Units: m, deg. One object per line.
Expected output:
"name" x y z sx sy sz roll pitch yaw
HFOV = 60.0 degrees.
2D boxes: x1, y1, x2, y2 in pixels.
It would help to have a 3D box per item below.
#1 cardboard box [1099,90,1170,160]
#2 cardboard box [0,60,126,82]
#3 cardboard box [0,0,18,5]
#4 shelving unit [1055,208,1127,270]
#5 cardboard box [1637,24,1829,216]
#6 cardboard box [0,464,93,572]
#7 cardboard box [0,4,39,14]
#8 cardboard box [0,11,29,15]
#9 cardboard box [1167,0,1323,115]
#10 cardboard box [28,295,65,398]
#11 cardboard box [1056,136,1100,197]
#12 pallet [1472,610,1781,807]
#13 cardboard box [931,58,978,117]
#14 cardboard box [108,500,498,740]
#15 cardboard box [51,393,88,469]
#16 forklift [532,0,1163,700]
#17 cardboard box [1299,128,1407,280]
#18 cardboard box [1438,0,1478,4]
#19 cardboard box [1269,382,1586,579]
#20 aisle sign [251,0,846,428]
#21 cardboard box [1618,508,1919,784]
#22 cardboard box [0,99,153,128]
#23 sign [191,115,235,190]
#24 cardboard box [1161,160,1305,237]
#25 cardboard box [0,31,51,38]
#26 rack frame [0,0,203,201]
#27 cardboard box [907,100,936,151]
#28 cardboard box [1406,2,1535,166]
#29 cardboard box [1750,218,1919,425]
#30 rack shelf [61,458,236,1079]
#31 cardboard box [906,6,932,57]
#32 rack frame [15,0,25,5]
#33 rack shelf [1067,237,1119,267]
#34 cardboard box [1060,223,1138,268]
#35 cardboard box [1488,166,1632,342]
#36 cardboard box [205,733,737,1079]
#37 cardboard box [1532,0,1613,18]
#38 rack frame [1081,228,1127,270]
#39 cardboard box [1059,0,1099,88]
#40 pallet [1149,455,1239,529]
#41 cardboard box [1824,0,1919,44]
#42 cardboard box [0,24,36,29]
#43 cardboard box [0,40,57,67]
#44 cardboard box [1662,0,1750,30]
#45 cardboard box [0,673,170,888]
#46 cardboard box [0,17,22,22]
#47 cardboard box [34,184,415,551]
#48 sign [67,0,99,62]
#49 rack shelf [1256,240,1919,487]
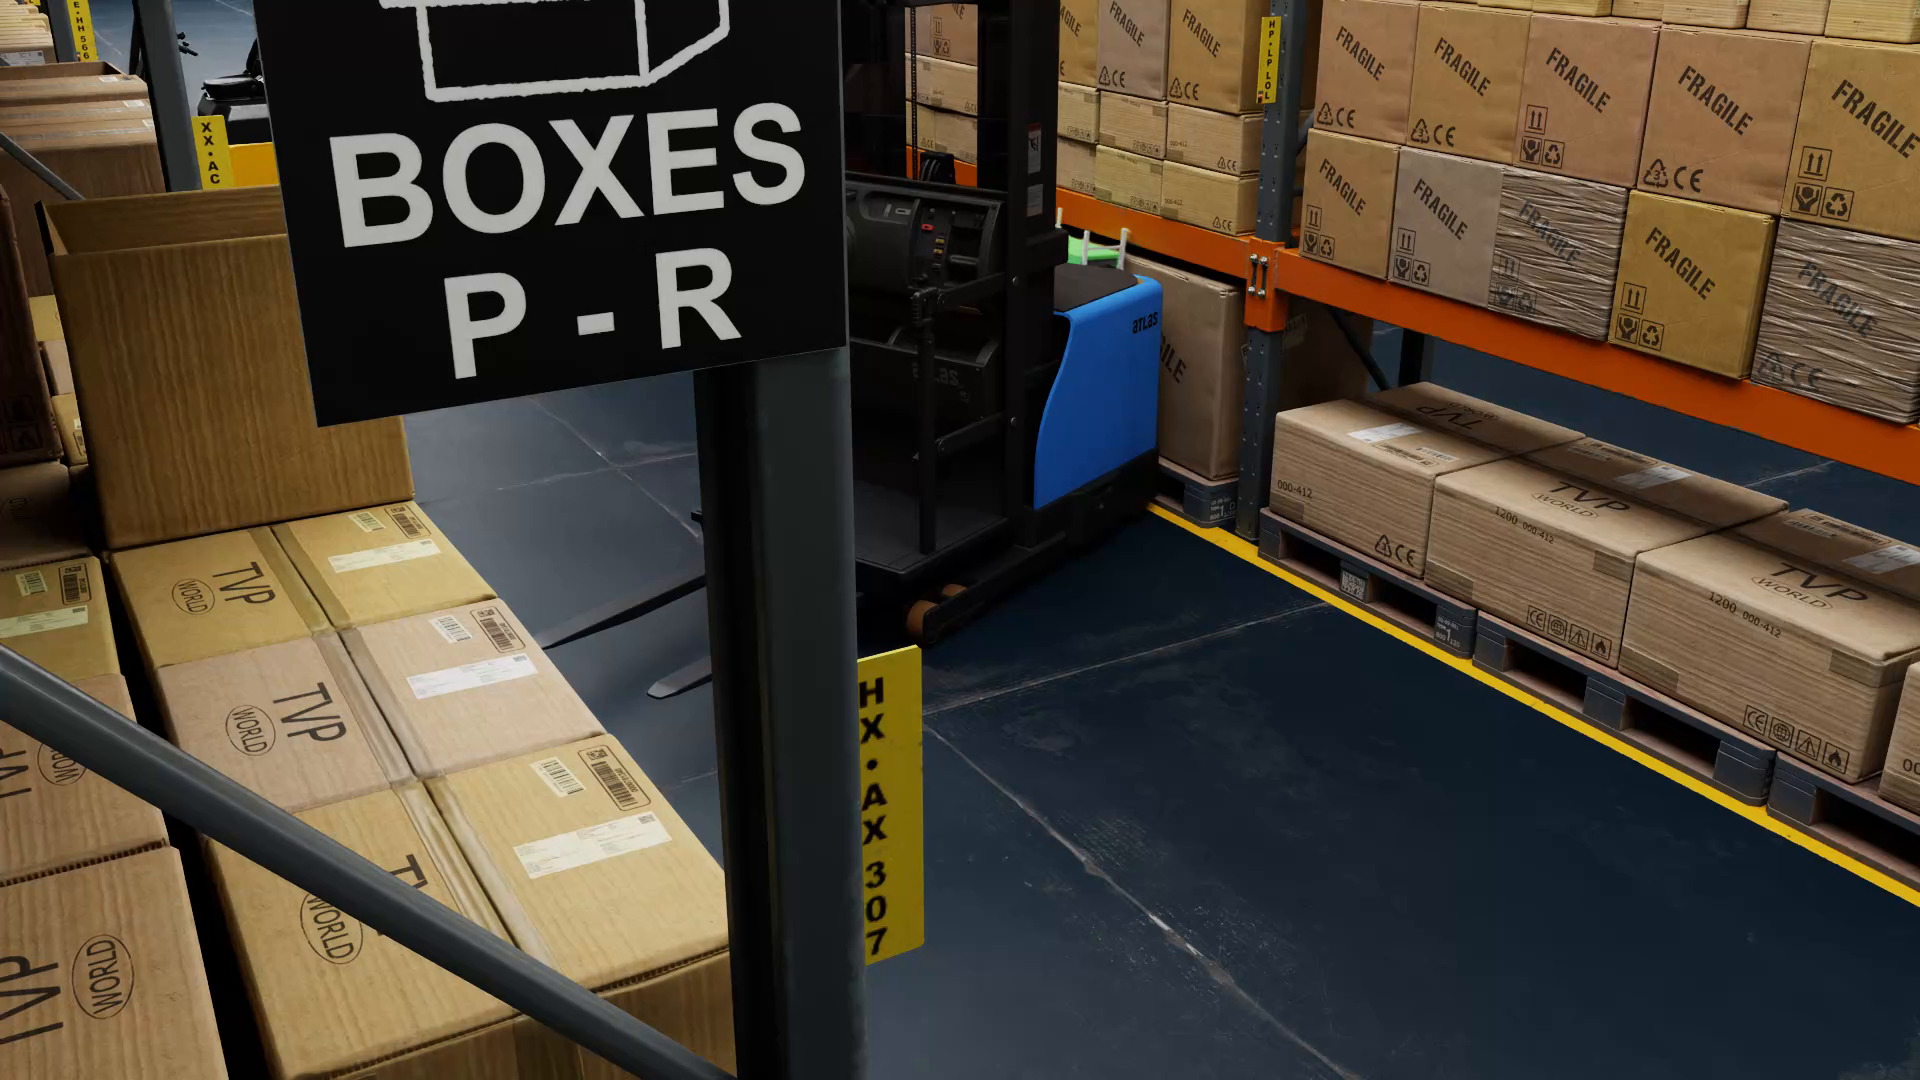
"cardboard box" 0.980 -1.908 7.557 0.500 0.250 0.500 -12 25 -27
"cardboard box" -3.639 -1.578 6.515 0.797 0.503 0.637 -13 26 -29
"cardboard box" -6.163 -3.322 10.507 0.380 0.149 0.250 -13 26 -29
"shelving unit" 0.482 -0.933 7.946 0.258 1.200 0.503 -10 26 -33
"cardboard box" 2.471 -1.302 5.070 0.500 0.500 0.500 -13 25 -29
"cardboard box" -1.787 0.097 2.892 0.500 0.250 0.500 -13 25 -28
"cardboard box" -5.835 -3.173 10.141 0.380 0.149 0.250 -13 26 -30
"cardboard box" -5.632 -2.994 9.700 0.380 0.149 0.250 -12 25 -28
"cardboard box" 1.232 -2.095 7.023 0.500 0.500 0.500 -12 25 -27
"cardboard box" -2.119 -0.484 4.323 0.500 0.250 0.500 -12 25 -27
"cardboard box" 0.730 -1.849 8.076 0.500 0.250 0.500 -13 26 -30
"pallet" 2.625 0.459 5.902 1.003 0.211 1.213 -13 25 -28
"cardboard box" 0.187 -2.404 8.777 0.500 0.250 0.500 -13 25 -28
"cardboard box" -1.065 0.168 2.720 0.500 0.250 0.500 -13 26 -29
"cardboard box" -1.607 -0.161 3.527 0.500 0.250 0.500 -13 25 -29
"forklift" -0.367 -1.168 6.291 1.130 2.935 3.031 15 27 33
"cardboard box" 1.691 -1.334 6.476 0.500 0.500 0.500 -12 25 -27
"cardboard box" 1.926 -1.993 5.909 0.380 0.149 0.250 -13 25 -29
"cardboard box" 1.905 -0.273 6.845 0.875 0.438 0.875 -13 25 -29
"aisle sign" -0.258 -0.478 1.050 0.394 0.787 0.004 -13 25 -28
"cardboard box" 2.822 0.309 5.414 0.875 0.438 0.875 -12 25 -27
"cardboard box" -2.908 -1.142 5.446 0.700 0.500 0.500 -12 25 -28
"sign" -2.126 -1.042 4.741 0.100 0.325 0.005 -13 25 -28
"cardboard box" 1.231 -1.517 7.259 0.500 0.250 0.500 -13 26 -29
"cardboard box" -4.833 -2.500 8.483 0.380 0.149 0.250 -12 25 -27
"rack frame" -2.589 -0.534 4.641 1.000 3.000 0.127 -13 25 -28
"cardboard box" -0.056 -2.345 9.297 0.500 0.250 0.500 -13 26 -30
"cardboard box" 1.964 -1.634 5.887 0.500 0.500 0.500 -13 25 -29
"cardboard box" 2.731 -0.676 4.859 0.500 0.500 0.500 -12 25 -27
"rack shelf" -1.567 0.447 3.183 1.077 0.370 4.000 -13 25 -28
"cardboard box" -0.064 -2.929 9.072 0.500 0.500 0.500 -12 25 -28
"rack frame" -6.676 -3.123 11.012 1.000 3.000 0.127 -13 25 -28
"rack shelf" 0.512 -1.320 7.795 0.258 0.148 0.480 -10 26 -33
"cardboard box" 0.823 -1.176 8.485 0.875 0.875 0.875 -12 25 -27
"cardboard box" 2.193 -1.008 5.674 0.500 0.500 0.500 -12 25 -28
"cardboard box" -0.546 0.494 1.916 0.500 0.250 0.500 -12 25 -28
"cardboard box" 2.111 -1.809 5.457 0.380 0.149 0.250 -13 26 -30
"rack frame" 0.620 -0.851 7.762 0.240 1.200 0.015 -10 26 -33
"cardboard box" 0.720 -2.429 7.844 0.500 0.500 0.500 -12 25 -27
"pallet" 1.217 -0.433 8.097 1.003 0.211 1.213 -13 25 -28
"cardboard box" 2.665 -1.485 4.659 0.380 0.149 0.250 -12 25 -27
"cardboard box" -5.131 -2.657 8.871 0.380 0.149 0.250 -12 25 -28
"cardboard box" -4.542 -2.335 8.079 0.380 0.149 0.250 -12 25 -27
"cardboard box" 2.376 -1.651 5.067 0.380 0.149 0.250 -13 25 -28
"cardboard box" -1.271 0.428 2.079 0.500 0.250 0.500 -13 25 -28
"cardboard box" -5.426 -2.817 9.263 0.380 0.149 0.250 -13 25 -28
"cardboard box" -1.312 -0.339 2.969 0.500 0.500 0.500 -12 25 -27
"sign" -4.171 -2.436 7.888 0.100 0.325 0.005 -13 25 -28
"rack shelf" 2.698 -0.509 5.535 1.077 0.370 4.000 -13 25 -28
